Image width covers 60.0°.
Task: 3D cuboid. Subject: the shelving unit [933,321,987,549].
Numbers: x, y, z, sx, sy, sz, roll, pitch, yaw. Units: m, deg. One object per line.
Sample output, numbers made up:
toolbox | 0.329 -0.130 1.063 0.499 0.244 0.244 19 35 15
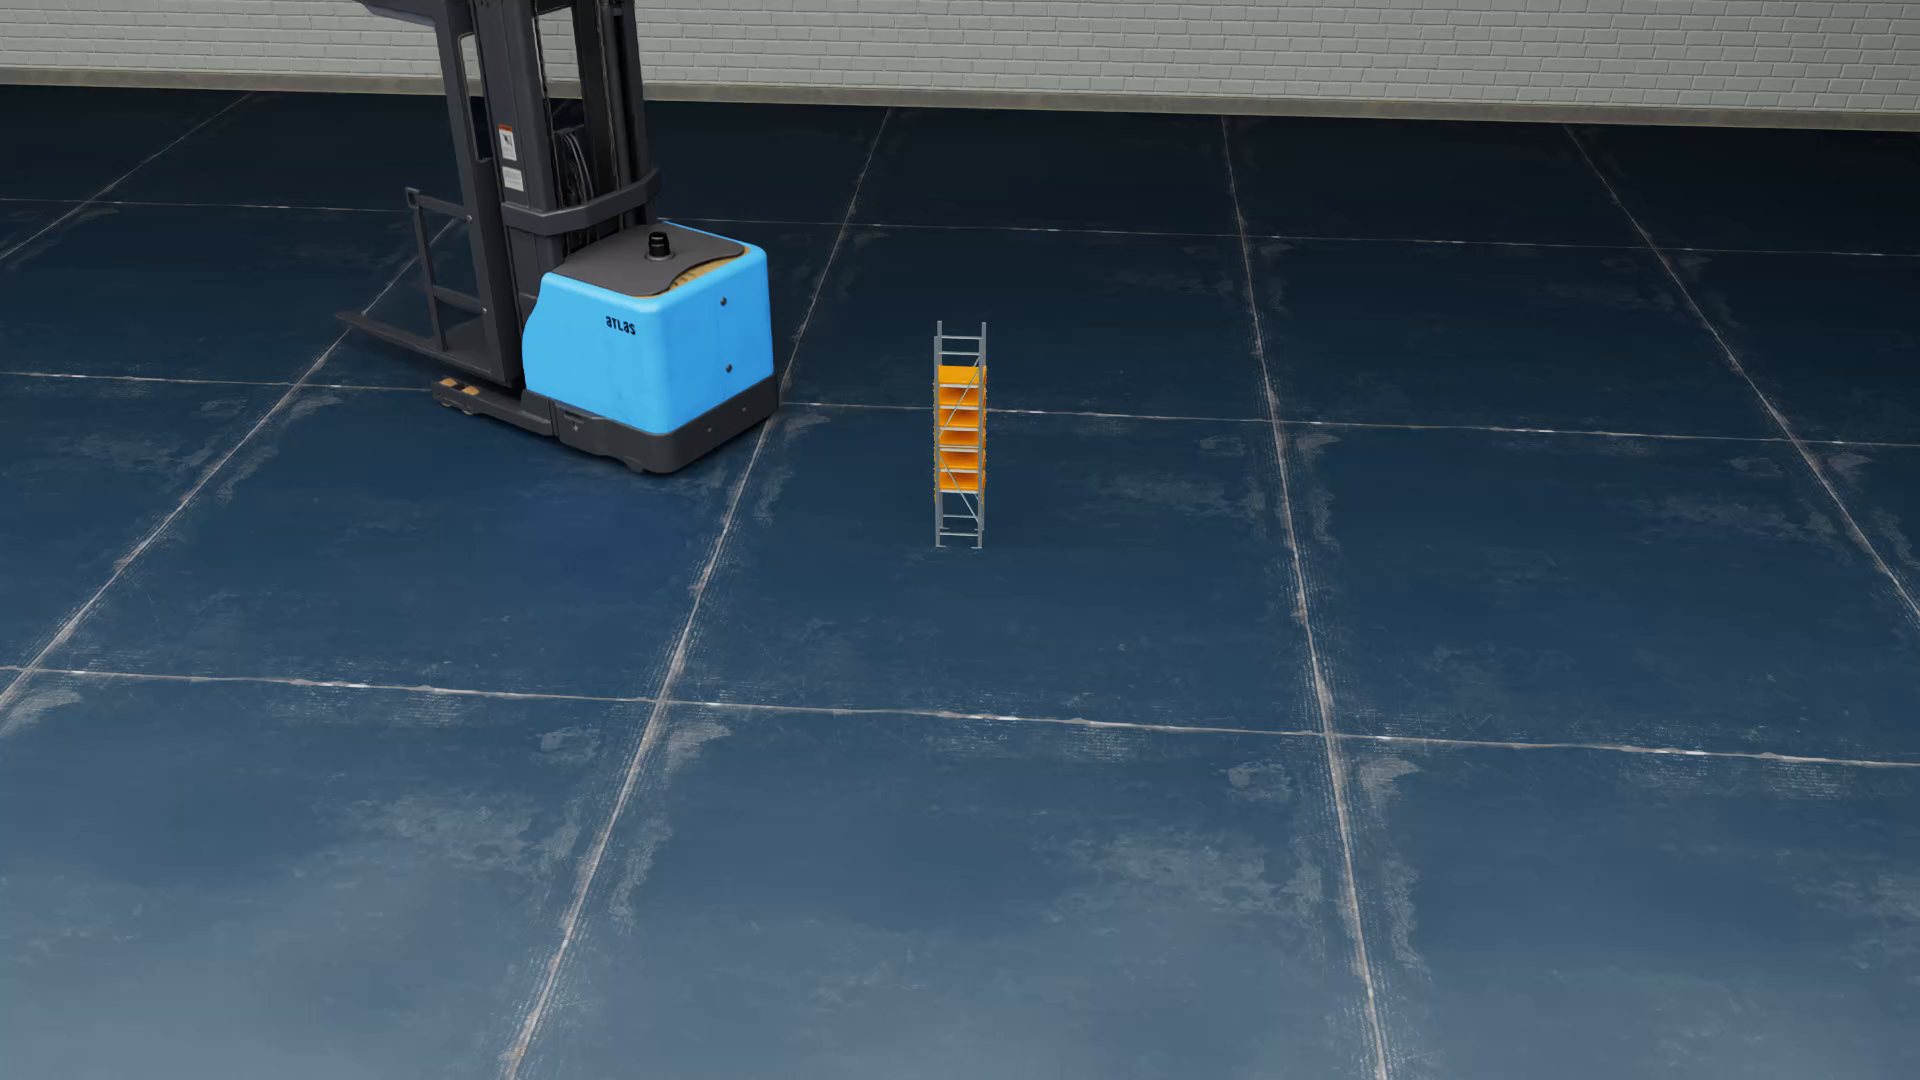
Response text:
shelving unit | 0.001 -0.518 8.447 0.258 1.200 0.189 2 32 4

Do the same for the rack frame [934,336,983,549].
rack frame | -0.006 -0.471 8.370 0.240 1.200 0.006 2 32 4

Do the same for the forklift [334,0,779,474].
forklift | -2.583 -2.206 9.537 3.031 2.935 1.130 19 37 28

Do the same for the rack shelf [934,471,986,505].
rack shelf | 0.001 -0.276 8.597 0.258 0.103 0.180 2 32 4

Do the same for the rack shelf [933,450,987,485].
rack shelf | 0.001 -0.378 8.534 0.258 0.103 0.180 2 32 4

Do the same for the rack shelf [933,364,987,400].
rack shelf | 0.001 -0.787 8.282 0.258 0.103 0.180 2 32 4

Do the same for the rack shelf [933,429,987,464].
rack shelf | 0.001 -0.481 8.471 0.258 0.103 0.180 2 32 4

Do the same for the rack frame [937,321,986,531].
rack frame | 0.009 -0.566 8.525 0.240 1.200 0.006 2 32 4

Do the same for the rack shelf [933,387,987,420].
rack shelf | 0.001 -0.685 8.345 0.258 0.103 0.180 2 32 4

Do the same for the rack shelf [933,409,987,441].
rack shelf | 0.001 -0.583 8.408 0.258 0.103 0.180 2 32 4
